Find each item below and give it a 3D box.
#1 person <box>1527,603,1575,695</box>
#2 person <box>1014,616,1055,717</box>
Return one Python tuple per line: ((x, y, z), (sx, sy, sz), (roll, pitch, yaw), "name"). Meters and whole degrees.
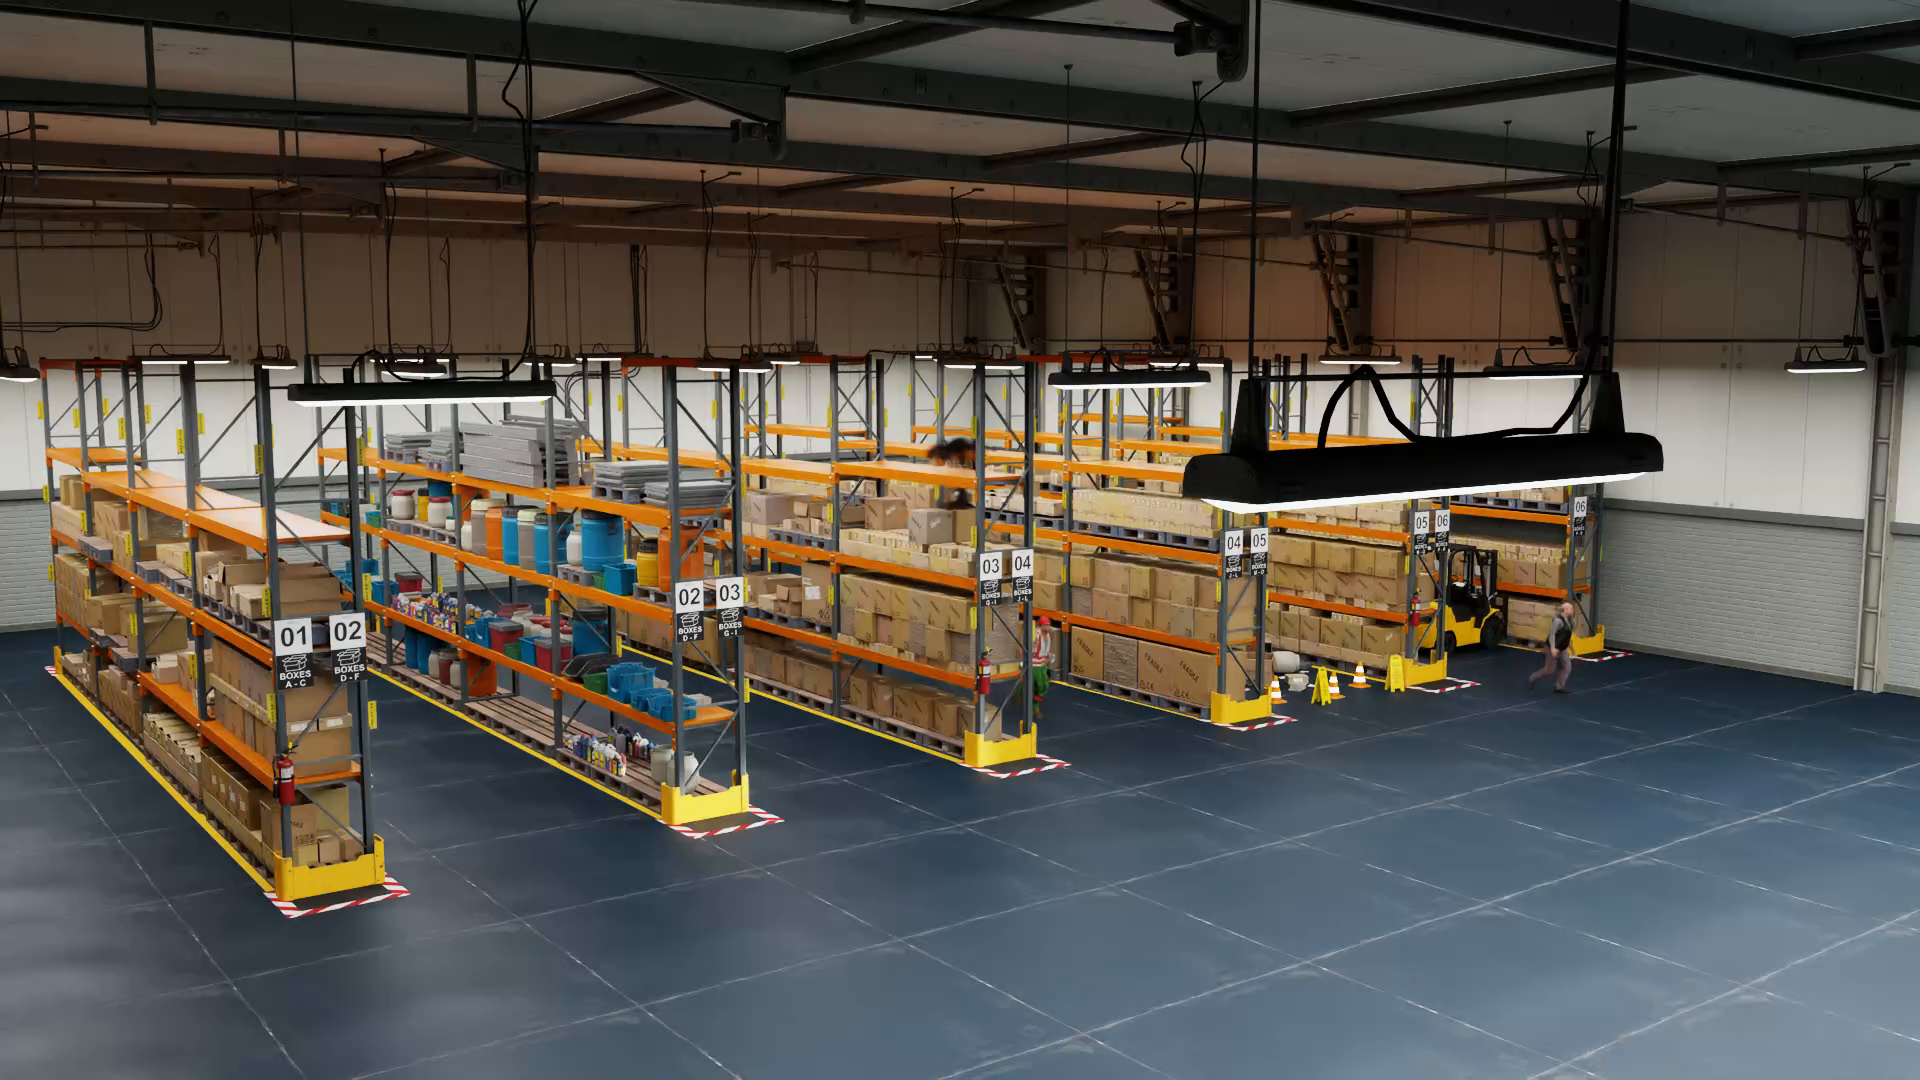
((10.646, 1.926, 29.910), (0.759, 1.658, 0.699), (6, 9, 43), "person")
((1.264, 2.115, 28.140), (0.737, 1.717, 0.644), (5, 8, 35), "person")
